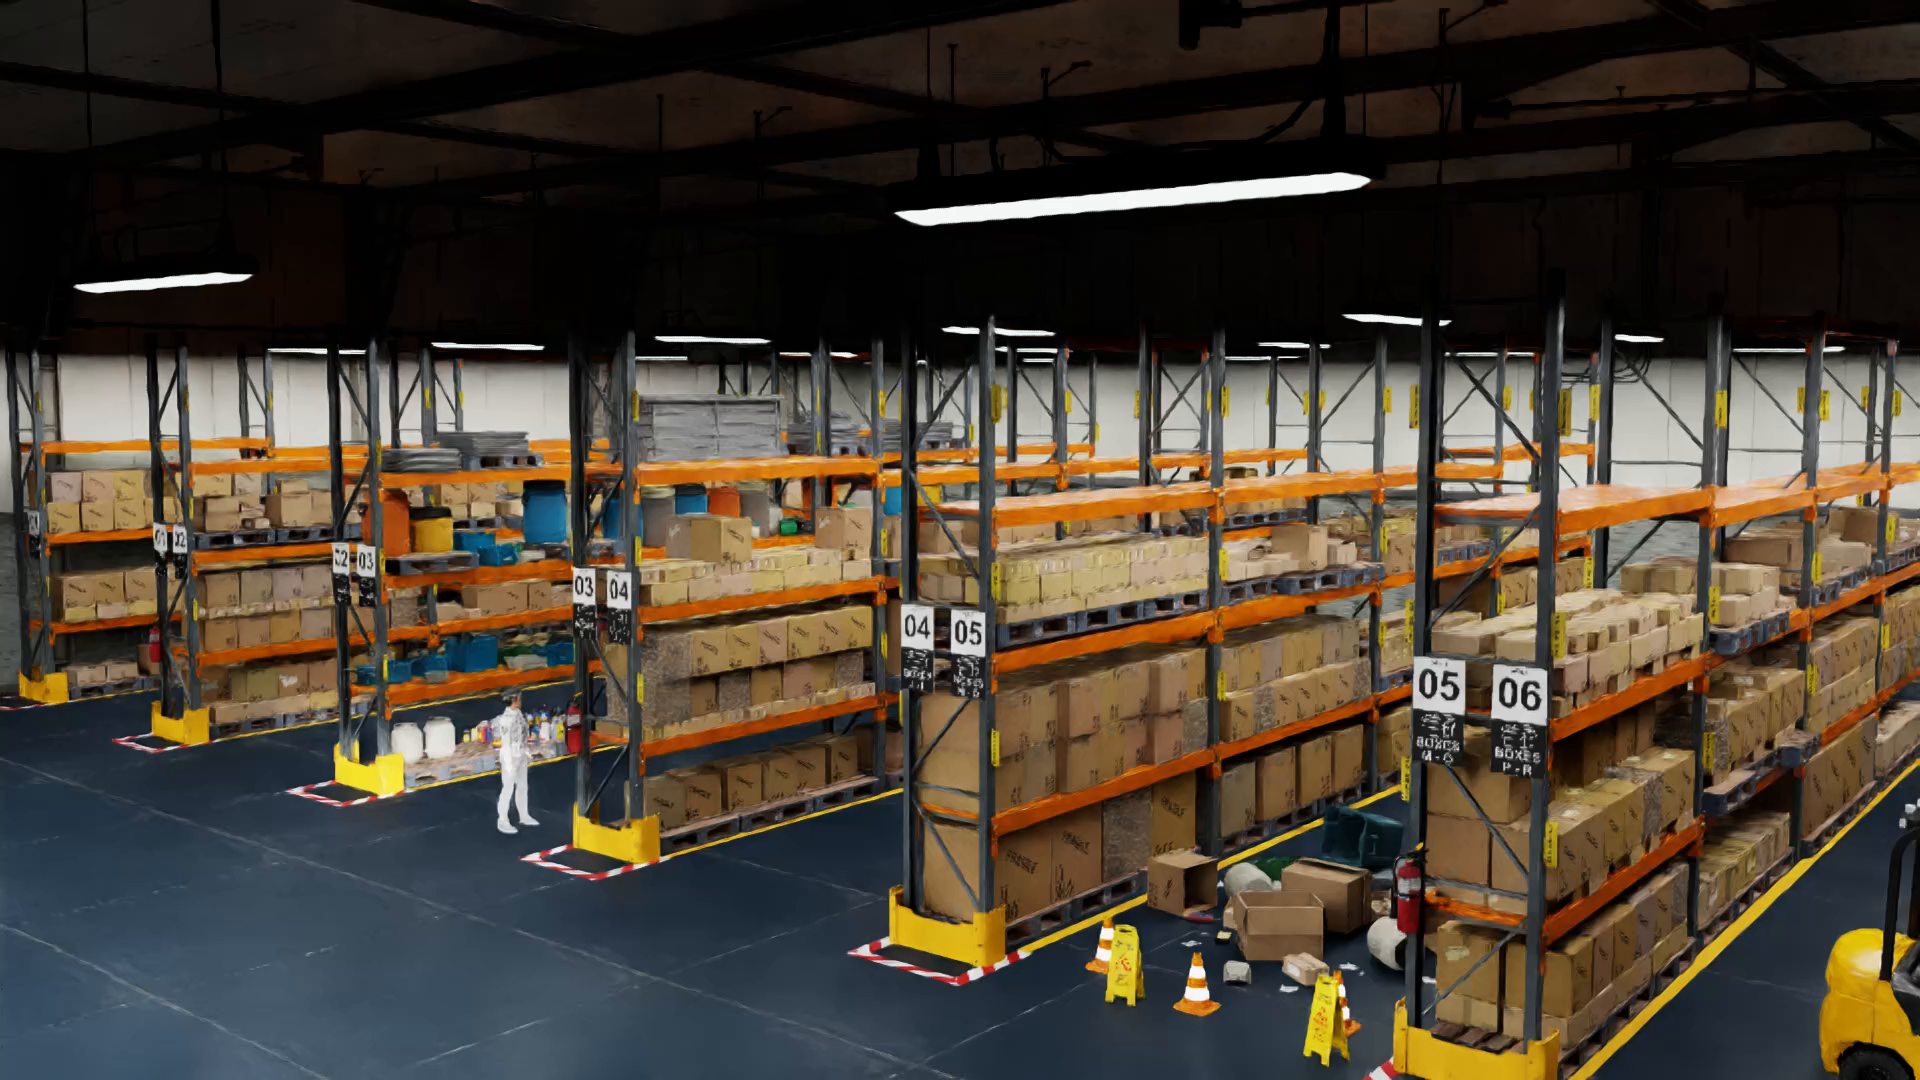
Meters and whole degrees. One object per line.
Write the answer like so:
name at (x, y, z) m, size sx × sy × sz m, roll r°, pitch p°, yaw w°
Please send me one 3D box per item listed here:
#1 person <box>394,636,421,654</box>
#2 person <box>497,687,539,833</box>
person at (-9.931, 1.658, 29.612) m, size 0.542 × 1.631 × 1.126 m, roll 4°, pitch 7°, yaw 41°
person at (-5.204, 2.562, 19.541) m, size 0.416 × 1.677 × 0.537 m, roll 1°, pitch 5°, yaw 9°
